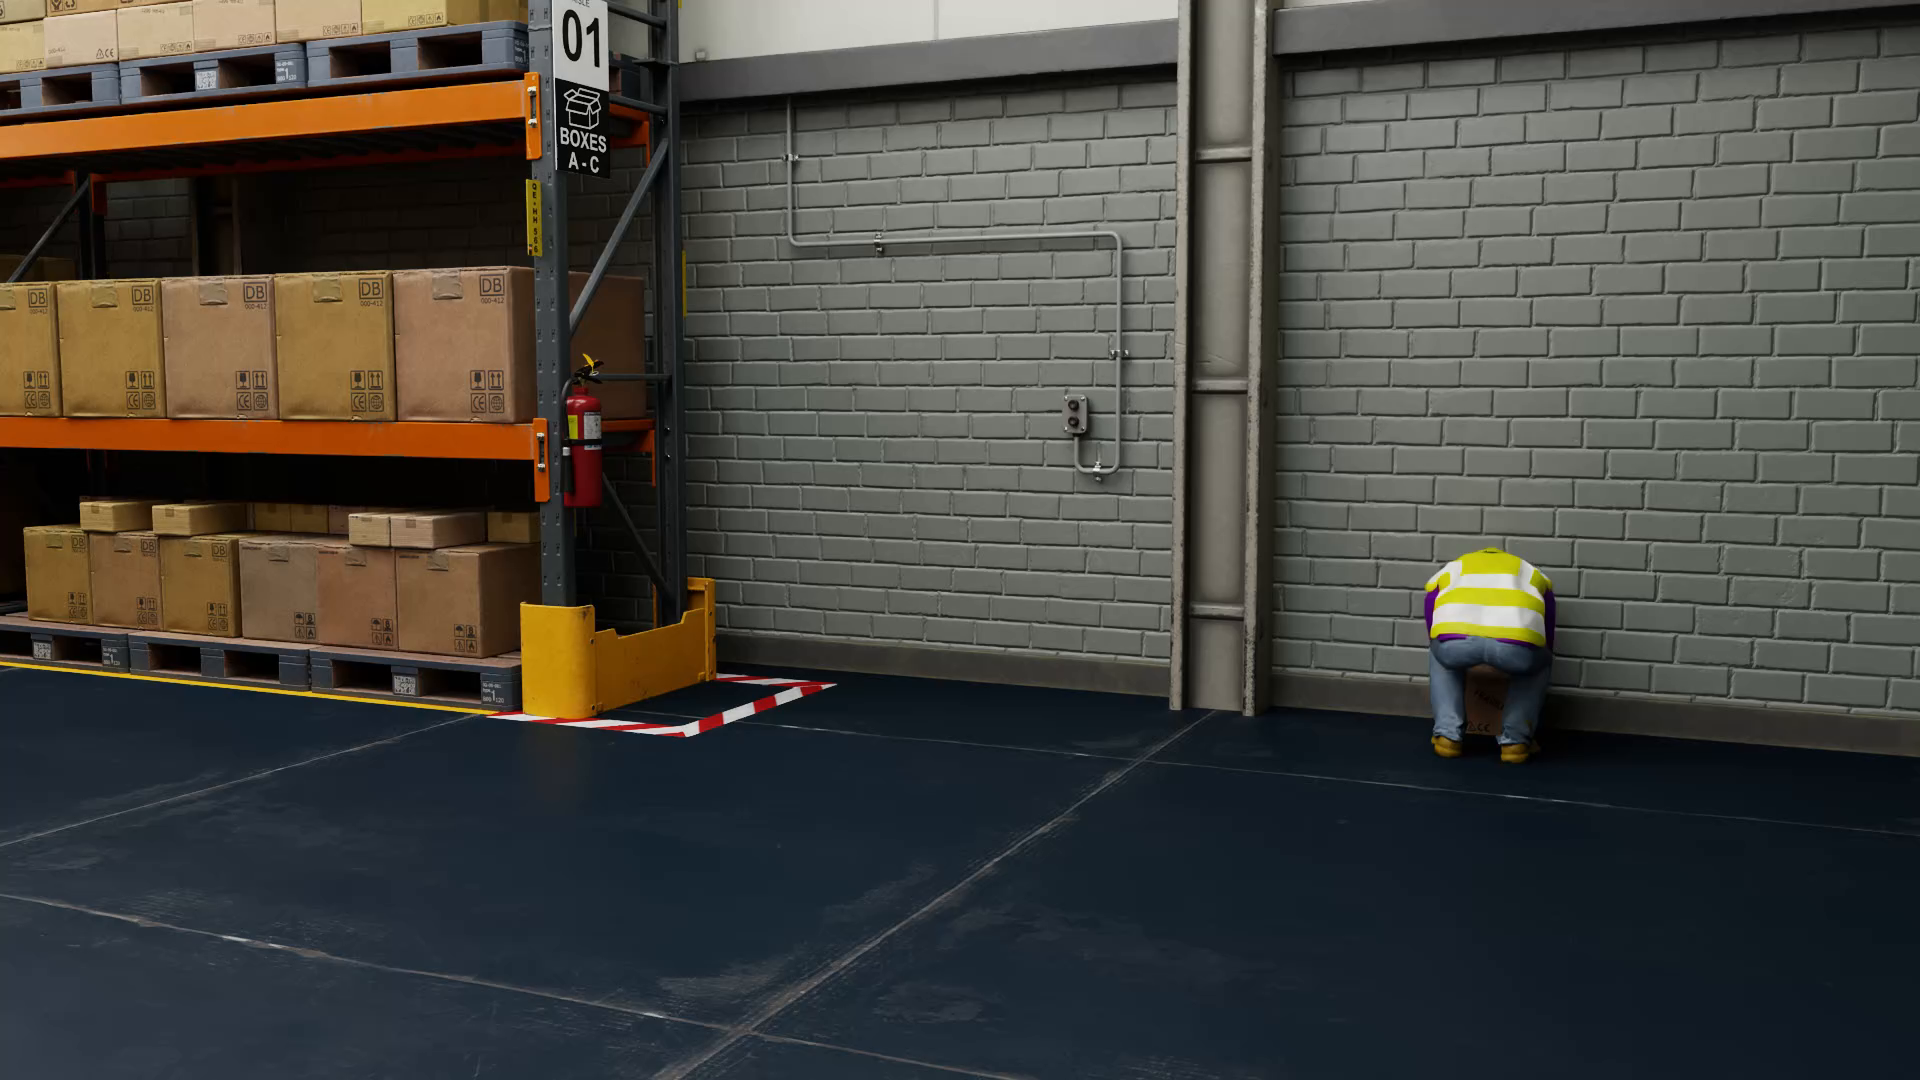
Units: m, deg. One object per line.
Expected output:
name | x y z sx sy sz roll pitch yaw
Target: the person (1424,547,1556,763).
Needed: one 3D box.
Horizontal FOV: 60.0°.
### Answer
person | 2.156 0.460 6.824 0.523 0.810 0.968 2 6 22
